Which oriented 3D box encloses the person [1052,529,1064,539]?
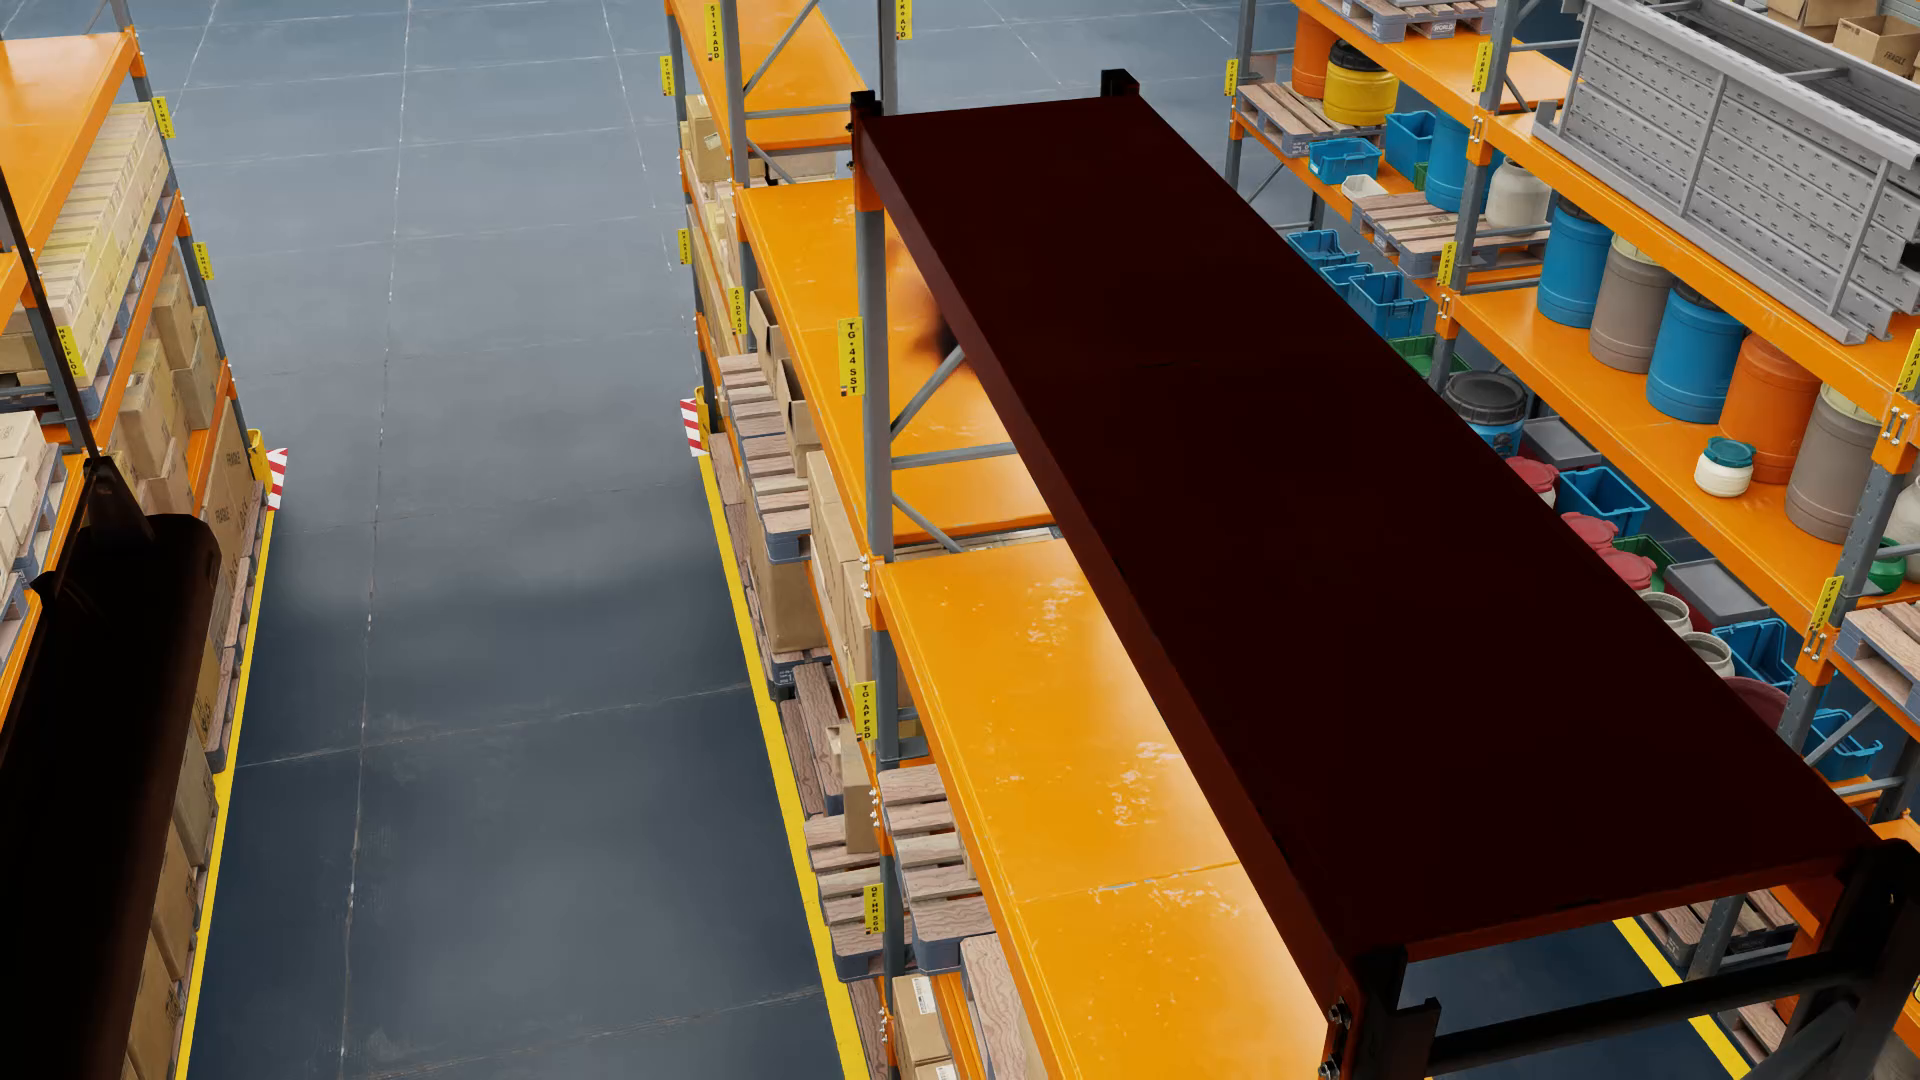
[{"bbox_3d":[0.872,0.515,11.826,0.661,1.731,0.794,-17,38,-23],"label":"person"}]
